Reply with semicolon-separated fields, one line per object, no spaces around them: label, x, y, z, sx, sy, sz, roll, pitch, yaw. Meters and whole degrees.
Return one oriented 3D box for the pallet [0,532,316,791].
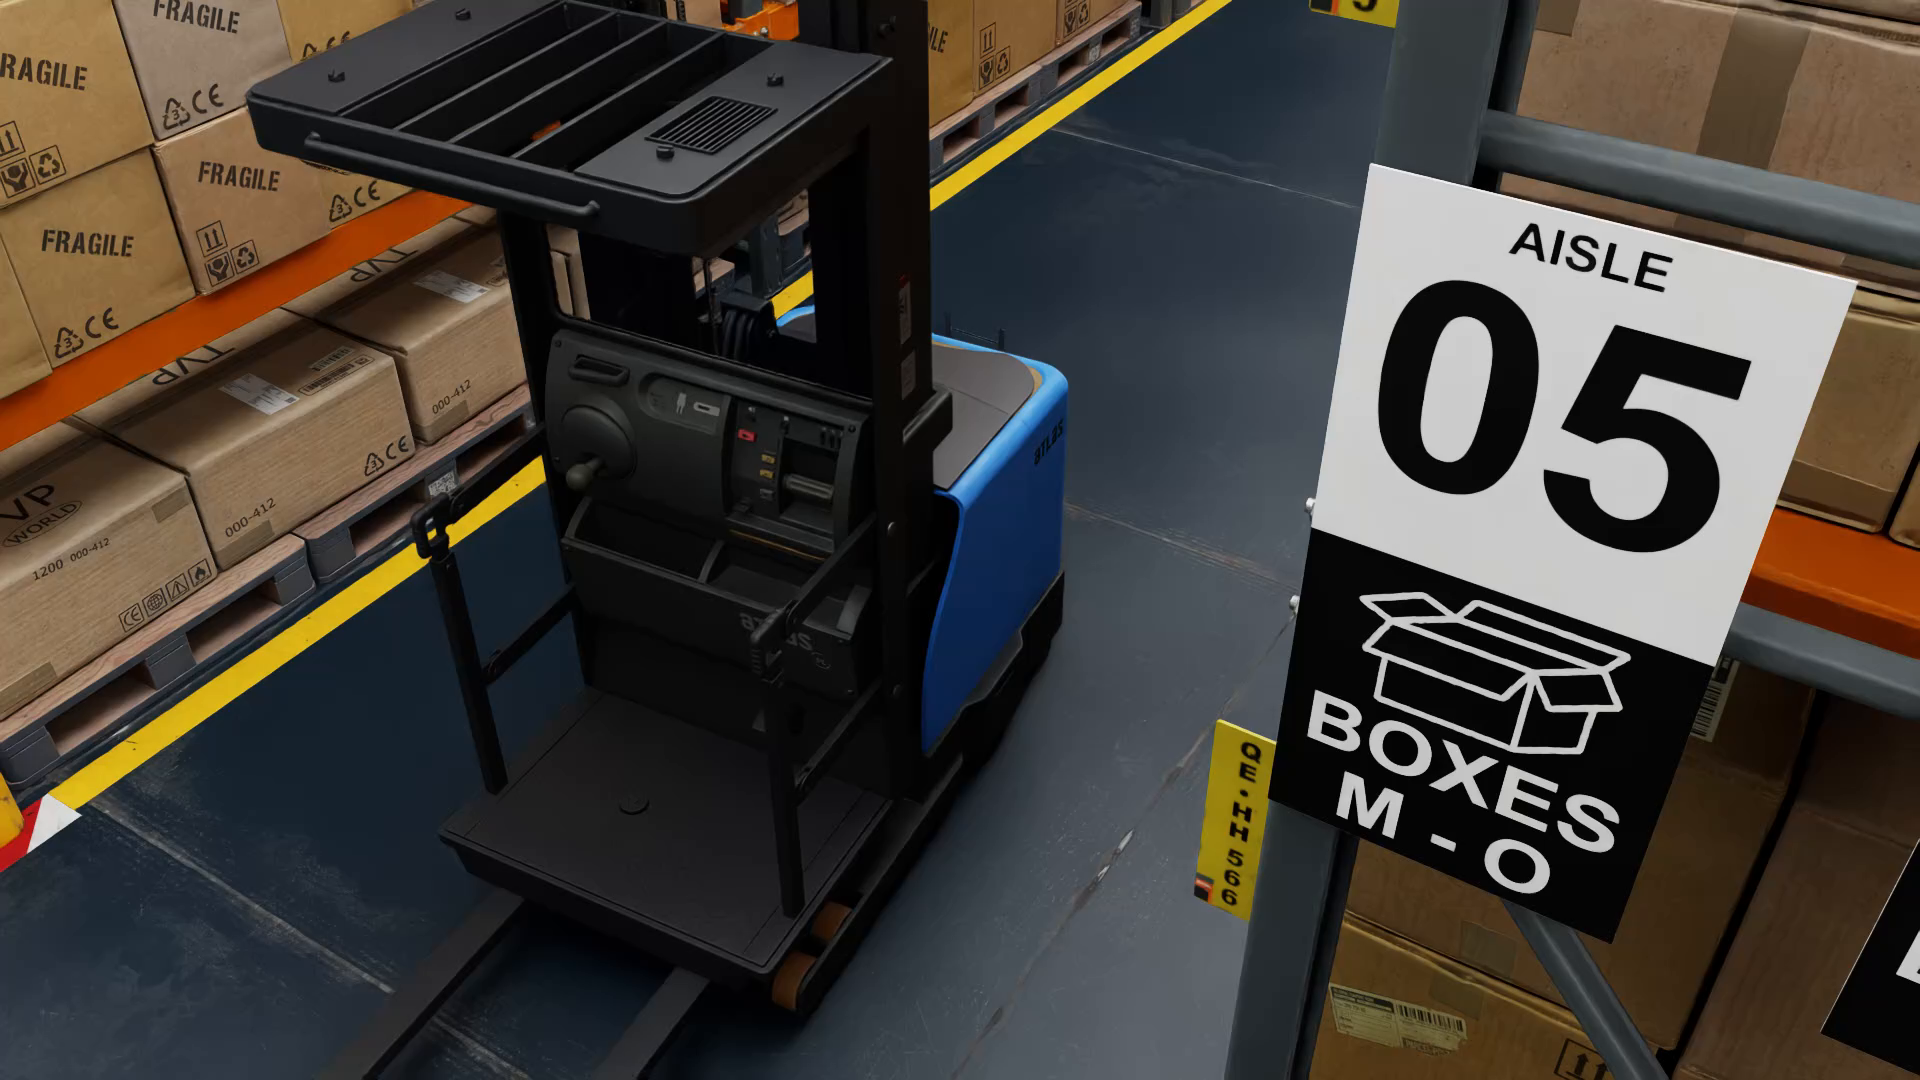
pallet;-3.057;0.240;5.766;1.003;0.211;1.213;21;42;25

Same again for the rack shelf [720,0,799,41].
rack shelf;-0.205;-3.235;8.579;1.077;0.370;4.000;21;42;25

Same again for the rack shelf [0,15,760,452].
rack shelf;-2.348;-1.173;5.904;1.077;0.370;4.000;21;42;25

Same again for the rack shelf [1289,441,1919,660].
rack shelf;1.886;-0.794;2.955;1.077;0.370;4.000;21;42;25

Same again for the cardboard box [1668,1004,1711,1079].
cardboard box;1.289;0.842;2.376;0.500;0.500;0.500;23;43;27

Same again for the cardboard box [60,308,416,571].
cardboard box;-2.667;-0.426;6.100;0.875;0.438;0.875;22;43;26

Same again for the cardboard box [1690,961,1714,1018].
cardboard box;1.554;0.557;2.745;0.500;0.500;0.500;21;42;25

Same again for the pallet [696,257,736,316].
pallet;-1.750;-1.018;7.398;1.003;0.211;1.213;21;42;25

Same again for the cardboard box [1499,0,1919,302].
cardboard box;0.847;-0.507;1.708;0.500;0.250;0.500;20;42;24

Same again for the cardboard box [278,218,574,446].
cardboard box;-2.182;-0.890;6.703;0.875;0.438;0.875;20;42;24

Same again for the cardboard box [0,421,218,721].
cardboard box;-3.150;0.049;5.485;0.875;0.438;0.875;20;42;24

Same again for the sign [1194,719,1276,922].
sign;0.357;0.365;2.113;0.100;0.325;0.005;21;42;25

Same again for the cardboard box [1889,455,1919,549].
cardboard box;1.271;-0.136;1.636;0.500;0.250;0.500;23;43;27

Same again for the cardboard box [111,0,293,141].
cardboard box;-2.381;-1.553;4.907;0.500;0.500;0.500;21;42;25

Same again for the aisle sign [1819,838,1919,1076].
aisle sign;1.029;0.246;1.344;0.394;0.787;0.004;21;42;25

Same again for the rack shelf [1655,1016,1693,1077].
rack shelf;1.886;0.394;3.871;1.077;0.370;4.000;21;42;25

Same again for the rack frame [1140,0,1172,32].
rack frame;0.867;-4.551;9.697;1.000;3.000;0.127;21;42;25

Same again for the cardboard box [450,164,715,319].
cardboard box;-1.703;-1.352;7.302;0.875;0.438;0.875;21;42;24

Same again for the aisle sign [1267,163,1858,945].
aisle sign;0.522;0.050;1.599;0.394;0.787;0.004;21;42;25

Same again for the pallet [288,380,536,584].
pallet;-2.402;-0.387;6.579;1.003;0.211;1.213;21;42;25

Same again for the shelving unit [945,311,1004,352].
shelving unit;-0.004;-0.352;5.970;0.258;0.900;0.210;21;42;25

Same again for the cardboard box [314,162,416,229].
cardboard box;-2.130;-1.410;5.540;0.500;0.500;0.500;23;43;27

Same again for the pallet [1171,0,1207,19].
pallet;1.287;-3.849;11.070;1.003;0.211;1.213;21;42;25

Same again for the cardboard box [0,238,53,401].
cardboard box;-2.919;-0.620;4.516;0.500;0.500;0.500;21;42;25

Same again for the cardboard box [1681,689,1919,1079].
cardboard box;1.279;0.442;2.075;0.500;0.500;0.500;21;42;25

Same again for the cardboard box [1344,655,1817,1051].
cardboard box;0.850;0.269;2.299;0.500;0.500;0.500;20;42;24

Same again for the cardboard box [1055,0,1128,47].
cardboard box;0.427;-3.547;9.791;0.875;0.875;0.875;21;42;25

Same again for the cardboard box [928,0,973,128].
cardboard box;-0.534;-2.628;8.598;0.875;0.875;0.875;22;43;26

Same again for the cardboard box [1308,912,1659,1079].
cardboard box;0.838;0.667;2.603;0.500;0.500;0.500;22;43;26

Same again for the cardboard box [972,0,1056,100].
cardboard box;-0.055;-3.089;9.196;0.875;0.875;0.875;22;43;26

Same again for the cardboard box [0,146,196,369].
cardboard box;-2.672;-0.890;4.866;0.500;0.500;0.500;21;42;25

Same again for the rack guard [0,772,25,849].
rack guard;-3.432;0.575;5.094;1.175;0.500;0.348;21;42;25

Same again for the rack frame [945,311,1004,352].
rack frame;0.050;-0.405;6.038;0.240;0.900;0.006;21;42;25

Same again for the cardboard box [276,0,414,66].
cardboard box;-2.115;-1.811;5.241;0.500;0.500;0.500;21;42;25

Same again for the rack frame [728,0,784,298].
rack frame;-1.276;-2.489;7.022;1.000;3.000;0.127;21;42;25

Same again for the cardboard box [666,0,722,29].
cardboard box;-1.309;-2.206;6.573;0.500;0.500;0.500;22;43;26

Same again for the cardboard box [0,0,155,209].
cardboard box;-2.650;-1.285;4.560;0.500;0.500;0.500;20;42;24

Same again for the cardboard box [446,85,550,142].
cardboard box;-1.837;-1.675;5.884;0.500;0.500;0.500;21;42;24

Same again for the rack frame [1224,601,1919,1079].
rack frame;0.815;1.140;2.314;1.000;3.000;0.127;21;42;25

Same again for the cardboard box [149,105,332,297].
cardboard box;-2.384;-1.146;5.198;0.500;0.500;0.500;21;42;25

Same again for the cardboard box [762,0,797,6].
cardboard box;-0.817;-2.570;7.250;0.500;0.250;0.500;20;42;24

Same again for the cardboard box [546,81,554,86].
cardboard box;-1.580;-1.939;6.226;0.500;0.500;0.500;20;42;24

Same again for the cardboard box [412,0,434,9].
cardboard box;-1.839;-2.067;5.573;0.500;0.500;0.500;22;43;26

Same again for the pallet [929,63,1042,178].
pallet;-0.273;-2.439;9.240;1.003;0.211;1.213;21;42;25

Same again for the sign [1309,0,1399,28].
sign;0.357;-0.590;1.377;0.100;0.325;0.005;21;42;25

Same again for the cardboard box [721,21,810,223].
cardboard box;-1.011;-2.160;7.991;0.875;0.875;0.875;23;43;26

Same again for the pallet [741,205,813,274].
pallet;-0.926;-1.807;8.421;1.003;0.211;1.213;21;42;25

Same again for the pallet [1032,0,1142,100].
pallet;0.381;-3.065;10.053;1.003;0.211;1.213;21;42;25

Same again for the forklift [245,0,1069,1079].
forklift;-0.760;-0.178;4.081;1.130;2.935;3.031;17;41;21

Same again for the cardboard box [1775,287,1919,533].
cardboard box;0.835;-0.309;1.861;0.500;0.250;0.500;20;42;24

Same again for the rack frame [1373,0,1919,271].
rack frame;0.815;-1.236;0.483;1.000;3.000;0.127;21;42;25
